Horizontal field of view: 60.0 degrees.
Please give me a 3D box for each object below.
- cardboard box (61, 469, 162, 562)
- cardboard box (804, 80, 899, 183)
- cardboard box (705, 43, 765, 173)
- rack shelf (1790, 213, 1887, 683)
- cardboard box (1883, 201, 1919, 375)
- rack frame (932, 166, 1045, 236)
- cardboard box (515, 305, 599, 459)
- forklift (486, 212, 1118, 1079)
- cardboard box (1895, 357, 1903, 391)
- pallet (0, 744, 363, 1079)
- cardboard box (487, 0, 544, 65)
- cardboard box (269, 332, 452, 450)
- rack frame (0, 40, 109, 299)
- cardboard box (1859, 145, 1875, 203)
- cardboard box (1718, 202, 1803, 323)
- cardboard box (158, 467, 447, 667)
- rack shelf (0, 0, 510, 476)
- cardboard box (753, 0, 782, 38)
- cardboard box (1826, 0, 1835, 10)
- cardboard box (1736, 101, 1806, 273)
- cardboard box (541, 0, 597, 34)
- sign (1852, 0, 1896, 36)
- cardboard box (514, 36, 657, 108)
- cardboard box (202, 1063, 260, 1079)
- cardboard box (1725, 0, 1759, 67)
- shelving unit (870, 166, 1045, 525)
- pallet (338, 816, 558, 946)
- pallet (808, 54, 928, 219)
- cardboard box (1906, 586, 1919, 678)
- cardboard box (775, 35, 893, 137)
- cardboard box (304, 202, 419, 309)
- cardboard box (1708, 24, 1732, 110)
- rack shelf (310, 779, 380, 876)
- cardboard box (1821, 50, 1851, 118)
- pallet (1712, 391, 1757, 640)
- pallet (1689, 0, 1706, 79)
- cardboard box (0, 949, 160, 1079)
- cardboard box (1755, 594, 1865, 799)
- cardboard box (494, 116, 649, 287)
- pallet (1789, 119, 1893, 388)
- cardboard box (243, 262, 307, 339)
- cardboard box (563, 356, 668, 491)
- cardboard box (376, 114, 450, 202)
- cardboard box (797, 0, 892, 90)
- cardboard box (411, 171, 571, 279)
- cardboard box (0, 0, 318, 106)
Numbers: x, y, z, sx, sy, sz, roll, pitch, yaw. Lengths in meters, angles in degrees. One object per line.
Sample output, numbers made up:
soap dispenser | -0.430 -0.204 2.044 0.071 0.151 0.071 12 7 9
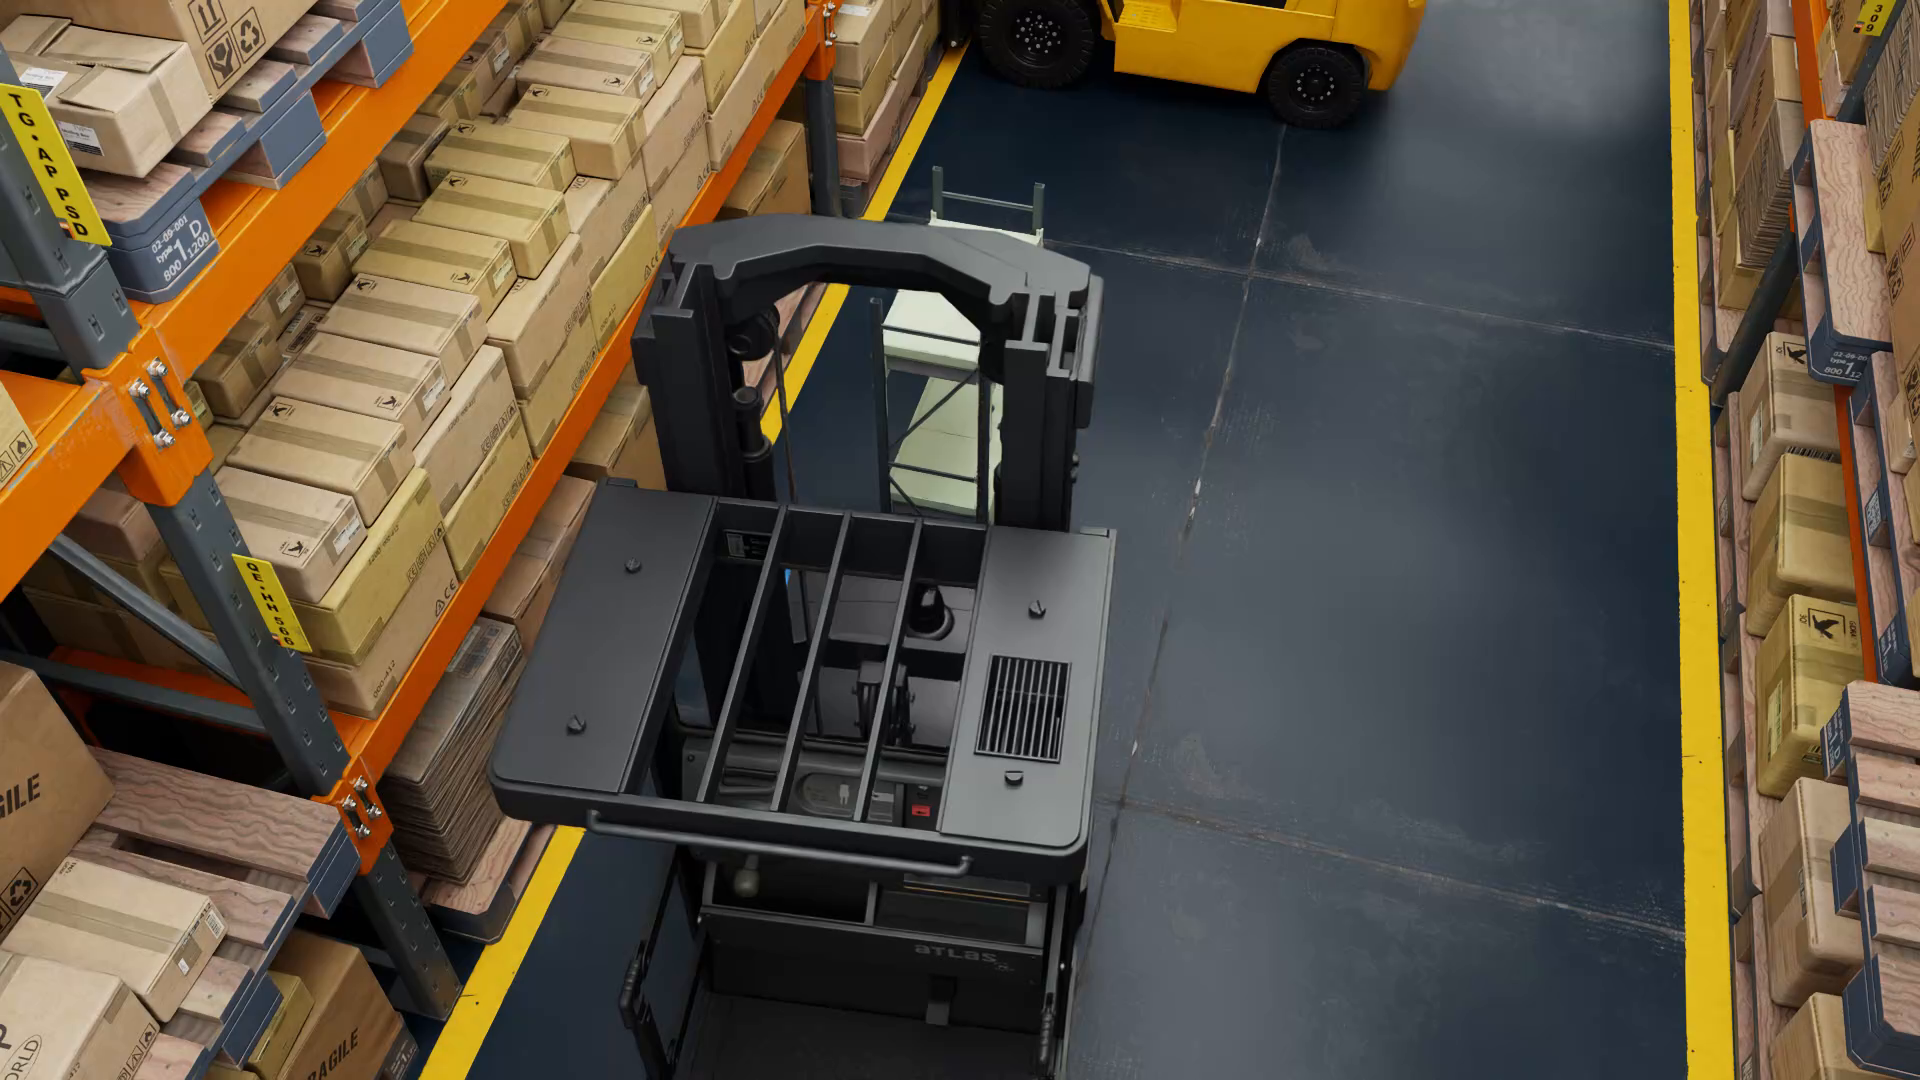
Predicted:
cardboard box | -2.215 -0.118 4.273 0.380 0.149 0.250 13 50 11
cardboard box | -0.606 -2.002 7.989 0.500 0.250 0.500 12 50 10
cardboard box | -1.060 -1.658 6.231 0.500 0.250 0.500 11 50 10
rack shelf | 3.211 0.173 4.995 1.077 0.370 4.000 12 50 10
cardboard box | 3.062 -0.782 4.813 0.500 0.500 0.500 11 50 10
rack frame | 0.098 -0.766 6.344 0.400 1.500 0.023 12 50 10
cardboard box | -1.487 -0.555 5.258 0.500 0.250 0.500 10 49 9
forklift | -0.257 0.829 3.982 1.130 2.935 3.031 6 49 5
cardboard box | 3.037 -0.474 4.974 0.380 0.149 0.250 12 50 10
pallet | -2.216 0.973 3.938 1.213 0.211 1.003 12 50 10
cardboard box | -1.677 -1.796 5.754 0.380 0.149 0.250 12 50 10
cardboard box | -1.625 -0.399 4.521 0.380 0.149 0.250 13 50 11
rack frame | -2.105 -1.580 2.061 1.000 3.000 0.127 12 50 10
cardboard box | 3.287 -1.230 5.641 0.380 0.149 0.250 12 50 11
cardboard box | 3.633 -1.221 7.300 0.500 0.250 0.500 14 50 12
cardboard box | -1.729 0.022 4.416 0.500 0.250 0.500 12 50 10
rack shelf | -1.579 -1.796 4.732 1.077 0.370 4.000 12 50 10
cardboard box | -0.935 -2.198 6.375 0.500 0.250 0.500 11 49 9
cardboard box | 3.743 -2.387 6.510 0.500 0.500 0.500 13 50 11
cardboard box | 3.634 -1.469 7.019 0.500 0.500 0.500 11 49 10
cardboard box | -1.576 -1.926 6.134 0.500 0.250 0.500 11 50 10
sign | 3.212 -1.899 5.767 0.100 0.325 0.005 12 50 10
cardboard box | -1.236 -1.515 5.506 0.380 0.149 0.250 12 50 10
cardboard box | -2.033 1.490 4.308 0.380 0.149 0.250 9 49 8
cardboard box | 4.032 -2.595 8.012 0.500 0.500 0.500 12 50 11
shelving unit | 0.002 -0.501 6.111 0.431 1.500 0.755 12 50 10
pallet | -1.851 0.740 5.875 1.003 0.211 1.213 12 50 10
pallet | -0.803 -2.132 8.410 1.003 0.211 1.213 12 50 10
cardboard box | 2.700 0.261 4.325 0.380 0.149 0.250 12 50 11
cardboard box | -0.627 -2.172 7.805 0.500 0.250 0.500 11 50 10
cardboard box | -1.988 -0.822 5.161 0.500 0.250 0.500 11 50 10
cardboard box | 4.038 -2.340 8.287 0.500 0.250 0.500 15 50 13
rack shelf | -2.632 2.090 3.303 1.077 0.370 4.000 12 50 10
cardboard box | 3.528 -1.721 6.354 0.380 0.149 0.250 11 50 10
pallet | 3.534 -0.025 6.550 1.003 0.211 1.213 12 50 10
pallet | 4.522 -2.846 9.040 1.003 0.211 1.213 12 50 10
cardboard box | -2.071 1.143 3.479 0.500 0.250 0.500 9 49 8
cardboard box | 3.234 0.623 5.591 0.950 0.372 0.625 13 50 11
cardboard box | -1.355 -1.095 5.401 0.500 0.250 0.500 12 50 11
pallet | 3.396 -0.924 5.611 1.003 0.211 1.213 12 50 10
cardboard box | -2.130 -0.696 4.783 0.380 0.149 0.250 11 49 9
cardboard box | -1.587 -0.358 6.288 0.875 0.625 0.625 10 49 8
cardboard box | -1.830 -1.232 5.256 0.380 0.149 0.250 13 50 11
cardboard box | -0.623 -2.336 7.617 0.500 0.250 0.500 11 49 9
cardboard box | -1.408 -0.951 5.008 0.380 0.149 0.250 13 50 11
cardboard box | -1.680 -1.268 3.374 0.500 0.500 0.500 12 50 10
